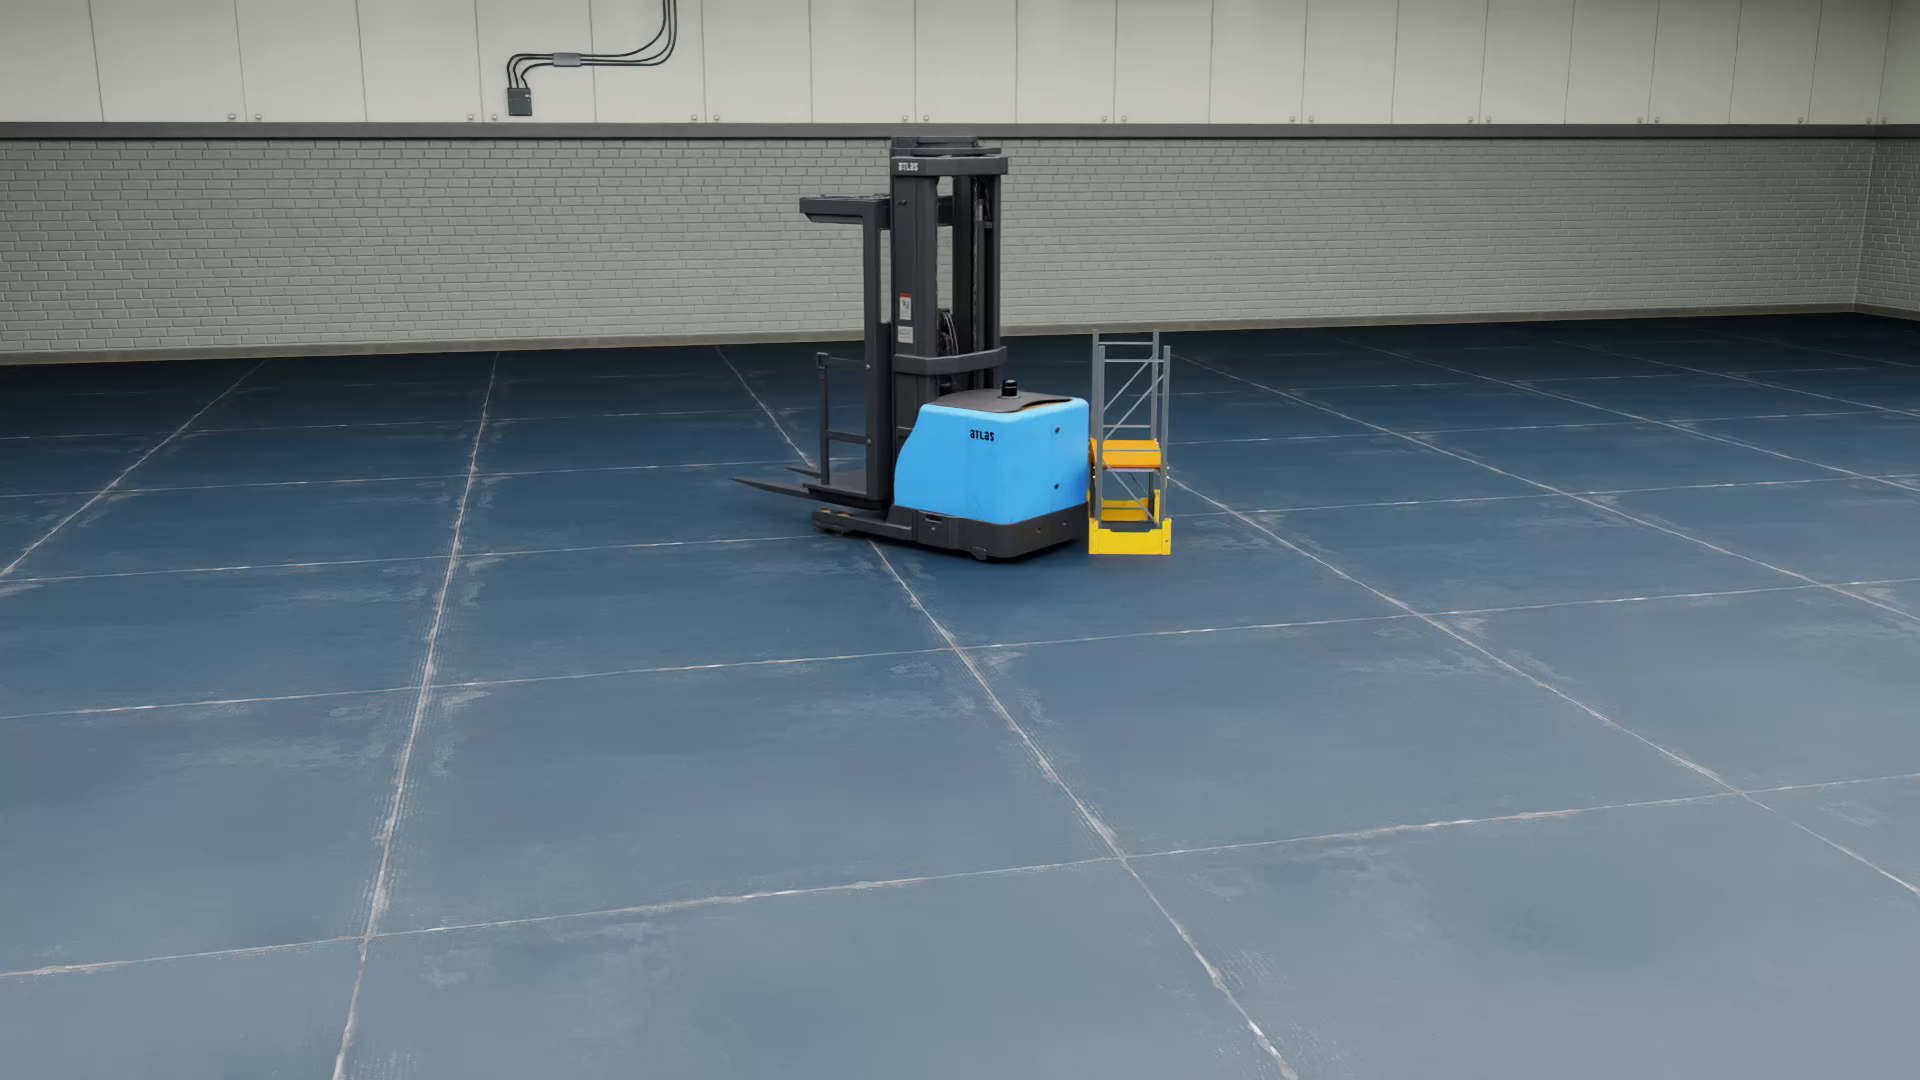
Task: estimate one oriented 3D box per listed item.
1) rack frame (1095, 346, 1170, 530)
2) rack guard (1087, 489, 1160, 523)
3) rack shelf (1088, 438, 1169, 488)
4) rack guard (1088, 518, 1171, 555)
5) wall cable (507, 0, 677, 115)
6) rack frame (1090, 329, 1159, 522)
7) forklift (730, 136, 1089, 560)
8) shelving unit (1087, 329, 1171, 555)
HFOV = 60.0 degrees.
[{"bbox_3d":[1.226,-0.635,11.864,0.500,1.500,0.032,1,14,2],"label":"rack frame"},{"bbox_3d":[1.264,-0.264,12.981,0.587,0.250,0.087,1,14,2],"label":"rack guard"},{"bbox_3d":[1.245,-0.580,12.400,0.538,0.185,1.000,1,14,2],"label":"rack shelf"},{"bbox_3d":[1.226,-0.028,12.014,0.587,0.250,0.087,1,14,2],"label":"rack guard"},{"bbox_3d":[-4.993,-8.744,22.090,2.305,6.003,0.169,-3,14,-13],"label":"wall cable"},{"bbox_3d":[1.264,-0.876,12.851,0.500,1.500,0.032,1,14,2],"label":"rack frame"},{"bbox_3d":[-0.501,-1.545,12.576,3.031,2.935,1.130,11,18,39],"label":"forklift"},{"bbox_3d":[1.245,-0.753,12.349,0.587,1.500,1.083,1,14,2],"label":"shelving unit"}]
